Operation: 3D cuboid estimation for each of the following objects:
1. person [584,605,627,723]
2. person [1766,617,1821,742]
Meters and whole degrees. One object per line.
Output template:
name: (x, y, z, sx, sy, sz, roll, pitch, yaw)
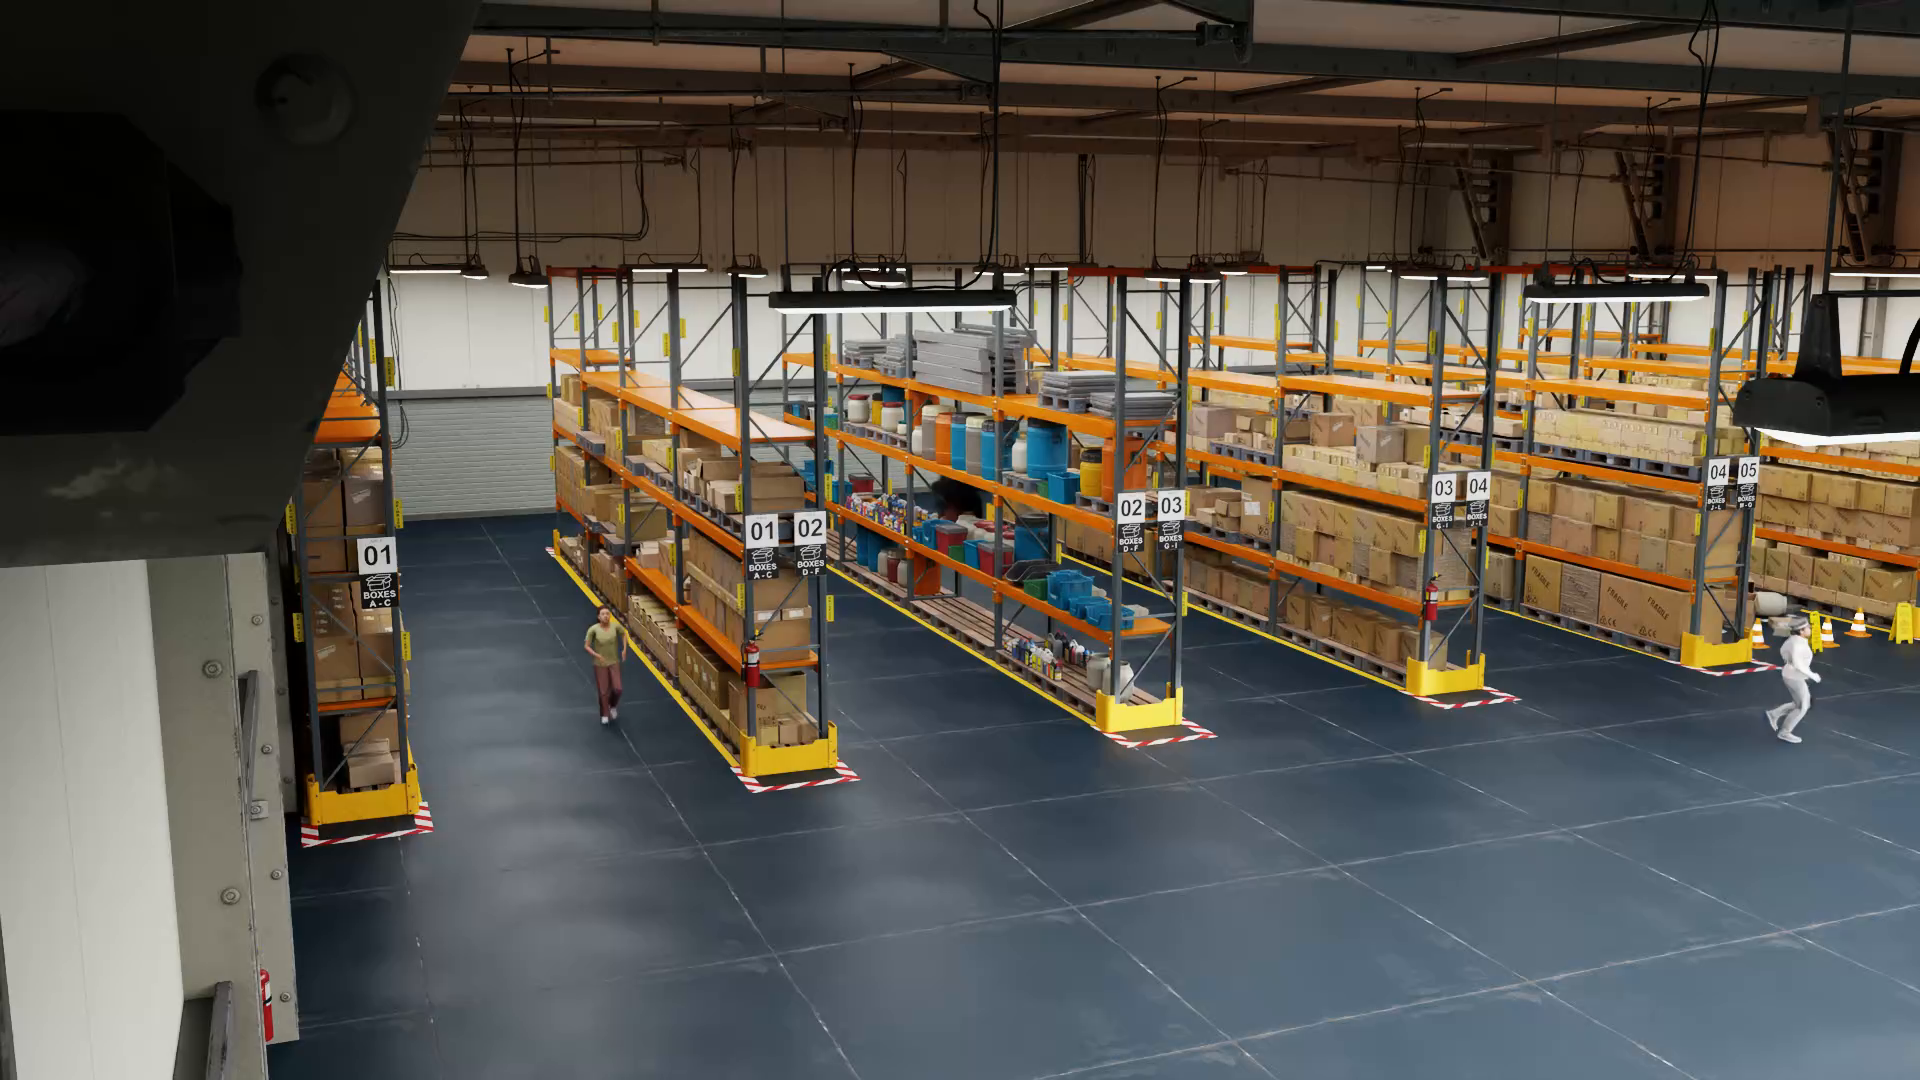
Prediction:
person: (-4.721, 1.673, 22.323, 0.606, 1.630, 0.544, -4, 11, -23)
person: (10.847, 1.798, 21.612, 0.571, 1.656, 0.653, 3, 10, 18)
